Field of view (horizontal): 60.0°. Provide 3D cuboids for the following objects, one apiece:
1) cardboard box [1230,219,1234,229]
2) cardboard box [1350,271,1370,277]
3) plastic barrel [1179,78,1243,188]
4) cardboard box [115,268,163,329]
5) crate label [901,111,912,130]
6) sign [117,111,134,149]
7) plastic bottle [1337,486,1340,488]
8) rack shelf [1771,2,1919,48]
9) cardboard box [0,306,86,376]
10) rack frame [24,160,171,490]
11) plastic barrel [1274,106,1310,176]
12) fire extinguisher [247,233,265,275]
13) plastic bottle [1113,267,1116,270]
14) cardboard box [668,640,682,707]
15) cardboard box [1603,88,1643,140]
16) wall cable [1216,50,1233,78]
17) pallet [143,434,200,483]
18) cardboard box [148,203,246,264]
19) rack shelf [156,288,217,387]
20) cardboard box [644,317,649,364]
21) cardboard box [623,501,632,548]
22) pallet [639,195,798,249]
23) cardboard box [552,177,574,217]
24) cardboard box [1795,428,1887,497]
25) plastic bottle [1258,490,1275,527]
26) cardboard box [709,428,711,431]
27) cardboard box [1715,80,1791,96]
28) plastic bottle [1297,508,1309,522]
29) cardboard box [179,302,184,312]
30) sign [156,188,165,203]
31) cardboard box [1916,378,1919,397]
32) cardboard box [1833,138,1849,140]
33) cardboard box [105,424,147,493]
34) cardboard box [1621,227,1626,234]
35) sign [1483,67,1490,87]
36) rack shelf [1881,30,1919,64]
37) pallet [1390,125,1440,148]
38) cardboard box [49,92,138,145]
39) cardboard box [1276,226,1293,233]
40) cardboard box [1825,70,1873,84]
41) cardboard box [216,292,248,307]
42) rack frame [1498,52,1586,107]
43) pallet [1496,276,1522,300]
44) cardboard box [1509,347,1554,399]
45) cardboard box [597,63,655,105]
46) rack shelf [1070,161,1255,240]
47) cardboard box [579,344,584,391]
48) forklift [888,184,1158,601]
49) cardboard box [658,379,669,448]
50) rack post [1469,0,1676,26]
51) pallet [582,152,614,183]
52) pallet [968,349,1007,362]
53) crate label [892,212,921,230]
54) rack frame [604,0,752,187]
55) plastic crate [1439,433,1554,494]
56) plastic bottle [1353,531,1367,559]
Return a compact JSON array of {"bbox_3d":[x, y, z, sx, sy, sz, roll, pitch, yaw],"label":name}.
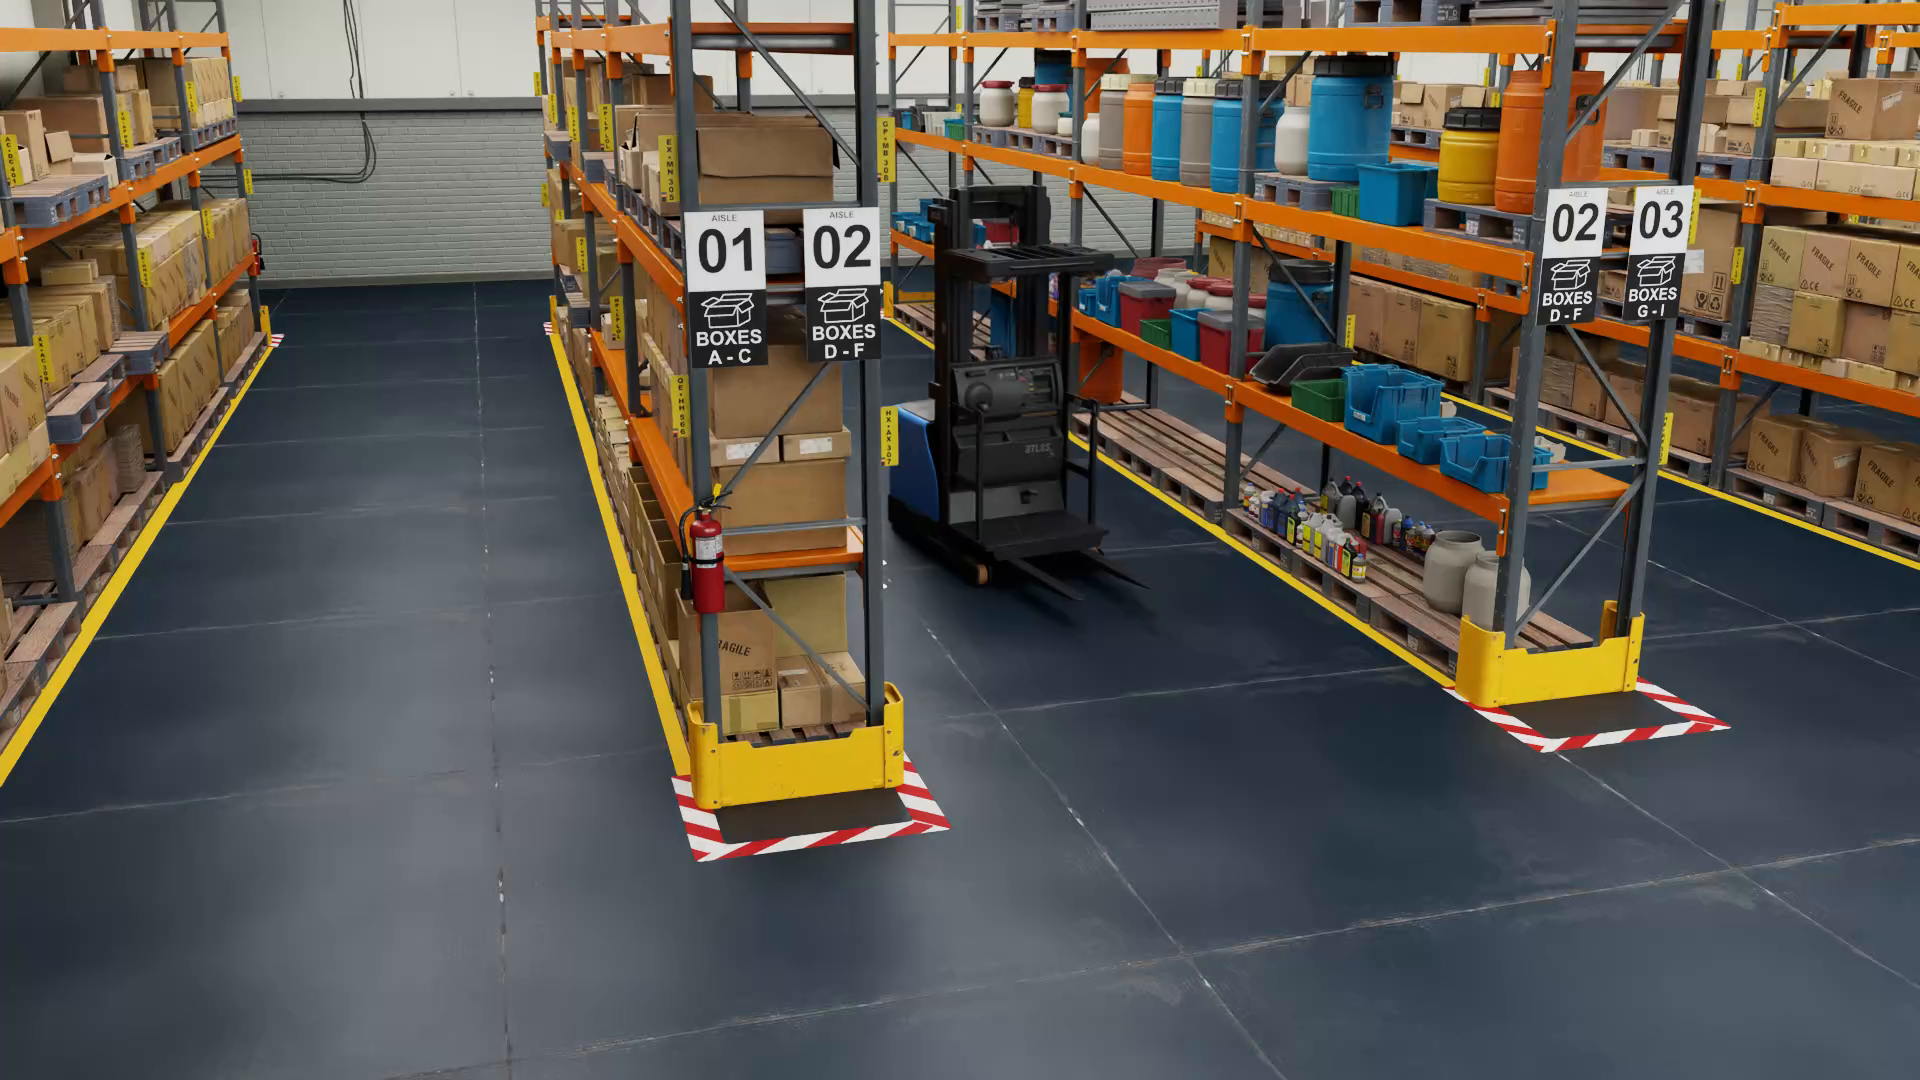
[{"bbox_3d":[4.276,-4.743,24.964,0.380,0.149,0.250,-5,17,-16],"label":"cardboard box"},{"bbox_3d":[5.506,-3.173,22.266,1.225,0.875,0.875,-5,17,-15],"label":"cardboard box"},{"bbox_3d":[2.219,-3.542,14.444,0.600,0.901,0.600,0,17,0],"label":"plastic barrel"},{"bbox_3d":[-7.765,-2.238,15.464,0.500,0.500,0.500,-4,17,-14],"label":"cardboard box"},{"bbox_3d":[-0.608,-5.965,23.639,0.408,0.251,0.502,-5,17,-15],"label":"crate label"},{"bbox_3d":[-7.355,-3.610,14.645,0.100,0.325,0.005,-5,17,-15],"label":"sign"},{"bbox_3d":[3.196,-0.364,13.905,0.061,0.283,0.133,-4,17,-12],"label":"plastic bottle"},{"bbox_3d":[8.059,-3.926,12.637,1.077,0.370,4.000,-5,17,-15],"label":"rack shelf"},{"bbox_3d":[-7.243,-1.514,12.841,0.700,0.500,0.500,-2,17,-8],"label":"cardboard box"},{"bbox_3d":[-7.878,-1.884,15.010,1.000,3.000,0.127,-5,17,-15],"label":"rack frame"},{"bbox_3d":[2.677,-3.117,12.978,0.421,0.512,0.421,0,17,0],"label":"plastic barrel"},{"bbox_3d":[-9.674,-3.959,22.702,0.296,0.674,0.183,-5,17,-15],"label":"fire extinguisher"},{"bbox_3d":[1.720,-2.925,18.679,0.061,0.283,0.133,-5,17,-15],"label":"plastic bottle"},{"bbox_3d":[-1.498,0.790,10.159,0.500,0.250,0.500,-5,17,-15],"label":"cardboard box"},{"bbox_3d":[6.573,-4.353,16.973,0.500,0.500,0.500,-5,17,-17],"label":"cardboard box"},{"bbox_3d":[5.972,-11.522,31.076,2.277,5.999,0.120,-5,17,-15],"label":"wall cable"},{"bbox_3d":[-8.022,-0.772,16.157,1.003,0.211,1.213,-5,17,-15],"label":"pallet"},{"bbox_3d":[-9.716,-3.900,21.199,0.980,0.700,0.700,-5,17,-16],"label":"cardboard box"},{"bbox_3d":[-8.427,-2.093,16.955,1.077,0.370,4.000,-5,17,-15],"label":"rack shelf"},{"bbox_3d":[-2.357,-1.578,13.816,0.500,0.500,0.500,-3,17,-11],"label":"cardboard box"},{"bbox_3d":[-2.409,-0.146,13.274,0.500,0.250,0.500,-5,17,-16],"label":"cardboard box"},{"bbox_3d":[-1.426,-1.994,10.315,1.003,0.211,1.213,-5,17,-15],"label":"pallet"},{"bbox_3d":[-5.022,-4.449,21.639,0.500,0.500,0.500,-5,17,-16],"label":"cardboard box"},{"bbox_3d":[7.746,-0.685,14.632,0.500,0.500,0.500,1,17,2],"label":"cardboard box"},{"bbox_3d":[2.528,-0.257,13.563,0.152,0.276,0.135,-4,17,-13],"label":"plastic bottle"},{"bbox_3d":[-1.279,-0.585,9.385,0.380,0.149,0.250,-4,17,-14],"label":"cardboard box"},{"bbox_3d":[10.406,-5.779,21.853,0.797,0.503,0.637,-5,17,-16],"label":"cardboard box"},{"bbox_3d":[2.698,-0.119,13.111,0.097,0.271,0.097,0,17,0],"label":"plastic bottle"},{"bbox_3d":[-8.305,-2.454,17.308,0.380,0.149,0.250,-5,17,-17],"label":"cardboard box"},{"bbox_3d":[-10.612,-4.507,22.100,0.100,0.325,0.005,-5,17,-15],"label":"sign"},{"bbox_3d":[7.819,-1.195,13.152,0.380,0.149,0.250,-5,17,-15],"label":"cardboard box"},{"bbox_3d":[7.876,-3.441,14.547,0.380,0.149,0.250,-4,17,-14],"label":"cardboard box"},{"bbox_3d":[-7.630,-0.702,14.657,0.700,0.500,0.500,-4,17,-14],"label":"cardboard box"},{"bbox_3d":[9.804,-4.470,24.054,0.380,0.149,0.250,-5,17,-16],"label":"cardboard box"},{"bbox_3d":[8.487,-7.448,26.800,0.100,0.325,0.005,-5,17,-15],"label":"sign"},{"bbox_3d":[11.756,-5.207,17.590,1.077,0.370,4.000,-5,17,-15],"label":"rack shelf"},{"bbox_3d":[5.872,-4.888,20.125,1.003,0.211,1.213,-4,17,-13],"label":"pallet"},{"bbox_3d":[-8.550,-4.141,16.371,0.700,0.500,0.500,-5,17,-15],"label":"cardboard box"},{"bbox_3d":[4.793,-4.480,23.397,0.500,0.250,0.500,-4,17,-14],"label":"cardboard box"},{"bbox_3d":[14.150,-7.219,26.479,0.500,0.500,0.500,-4,17,-14],"label":"cardboard box"},{"bbox_3d":[-9.506,-3.134,21.659,0.380,0.149,0.250,-4,17,-14],"label":"cardboard box"},{"bbox_3d":[6.410,-5.932,18.058,1.000,3.000,0.127,-5,17,-15],"label":"rack frame"},{"bbox_3d":[6.708,-2.778,18.320,1.213,0.211,1.003,-5,17,-15],"label":"pallet"},{"bbox_3d":[6.613,-1.889,18.606,0.700,0.500,0.500,-6,18,-18],"label":"cardboard box"},{"bbox_3d":[-3.230,-4.361,16.131,0.500,0.500,0.500,-5,17,-15],"label":"cardboard box"},{"bbox_3d":[2.197,-3.206,15.448,1.077,0.370,4.000,-5,17,-15],"label":"rack shelf"},{"bbox_3d":[-4.029,-1.958,18.837,0.500,0.500,0.500,-4,17,-15],"label":"cardboard box"},{"bbox_3d":[0.476,-1.197,12.841,1.130,2.935,3.031,-8,18,-25],"label":"forklift"},{"bbox_3d":[-1.737,-0.950,11.728,0.700,0.500,0.500,-5,17,-16],"label":"cardboard box"},{"bbox_3d":[3.761,-3.307,10.189,0.937,0.300,0.954,-3,17,-9],"label":"rack post"},{"bbox_3d":[-2.843,-3.442,15.311,1.213,0.211,1.003,-4,17,-13],"label":"pallet"},{"bbox_3d":[0.721,-2.221,20.980,1.003,0.211,1.213,-5,17,-15],"label":"pallet"},{"bbox_3d":[-0.799,-4.734,24.686,0.416,0.233,0.303,-5,17,-15],"label":"crate label"},{"bbox_3d":[-2.017,-4.043,11.771,1.000,3.000,0.127,-5,17,-15],"label":"rack frame"},{"bbox_3d":[3.421,-0.498,10.654,0.499,0.251,0.616,-5,17,-15],"label":"plastic crate"},{"bbox_3d":[2.979,0.082,12.422,0.061,0.283,0.133,-5,17,-15],"label":"plastic bottle"}]
